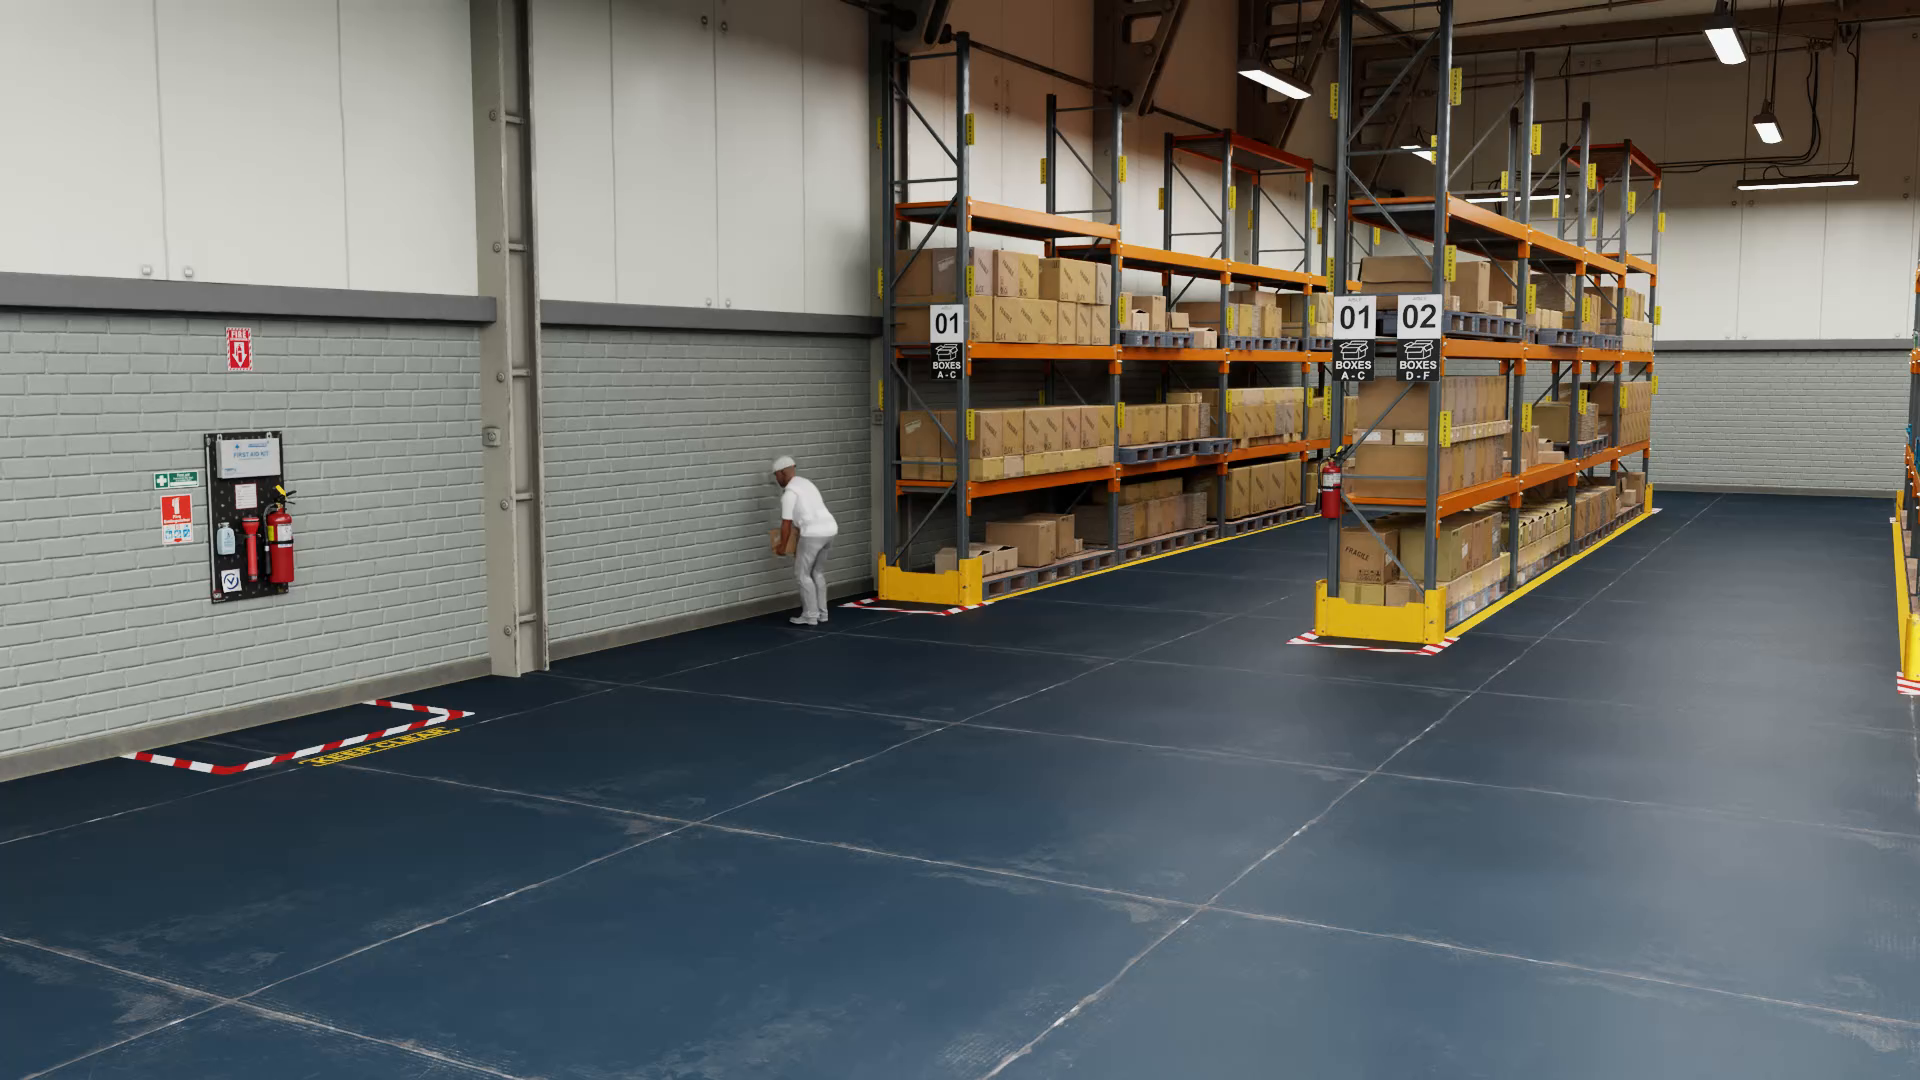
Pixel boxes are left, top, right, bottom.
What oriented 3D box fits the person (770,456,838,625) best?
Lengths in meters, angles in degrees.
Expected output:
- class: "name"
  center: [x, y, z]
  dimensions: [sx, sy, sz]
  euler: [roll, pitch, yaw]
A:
- class: "person"
  center: [-1.579, -0.004, 16.578]
  dimensions: [0.691, 1.659, 0.483]
  euler: [3, 7, 27]
